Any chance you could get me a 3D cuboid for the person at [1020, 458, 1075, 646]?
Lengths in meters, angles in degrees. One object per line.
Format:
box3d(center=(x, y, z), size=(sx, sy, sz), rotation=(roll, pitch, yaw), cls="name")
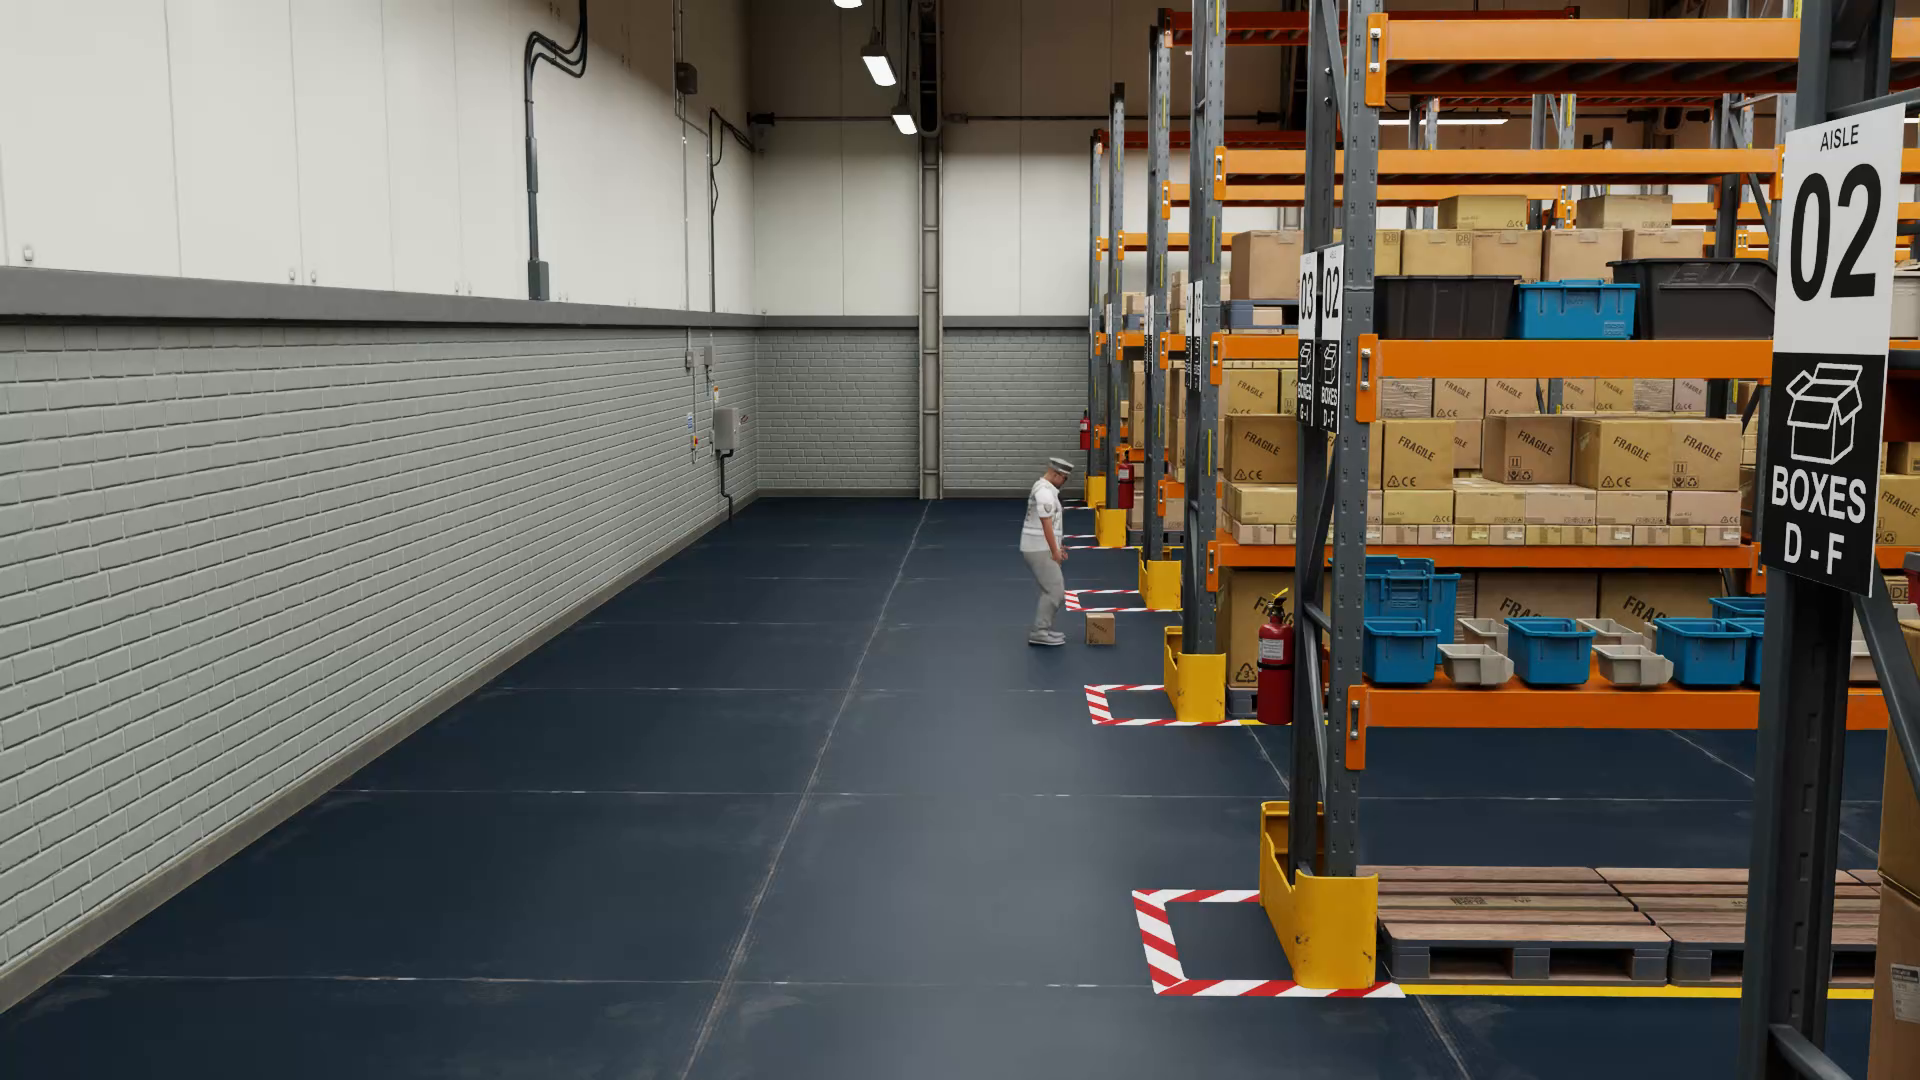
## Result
box3d(center=(0.795, 0.098, 15.222), size=(0.496, 1.701, 0.557), rotation=(0, 7, 3), cls="person")
